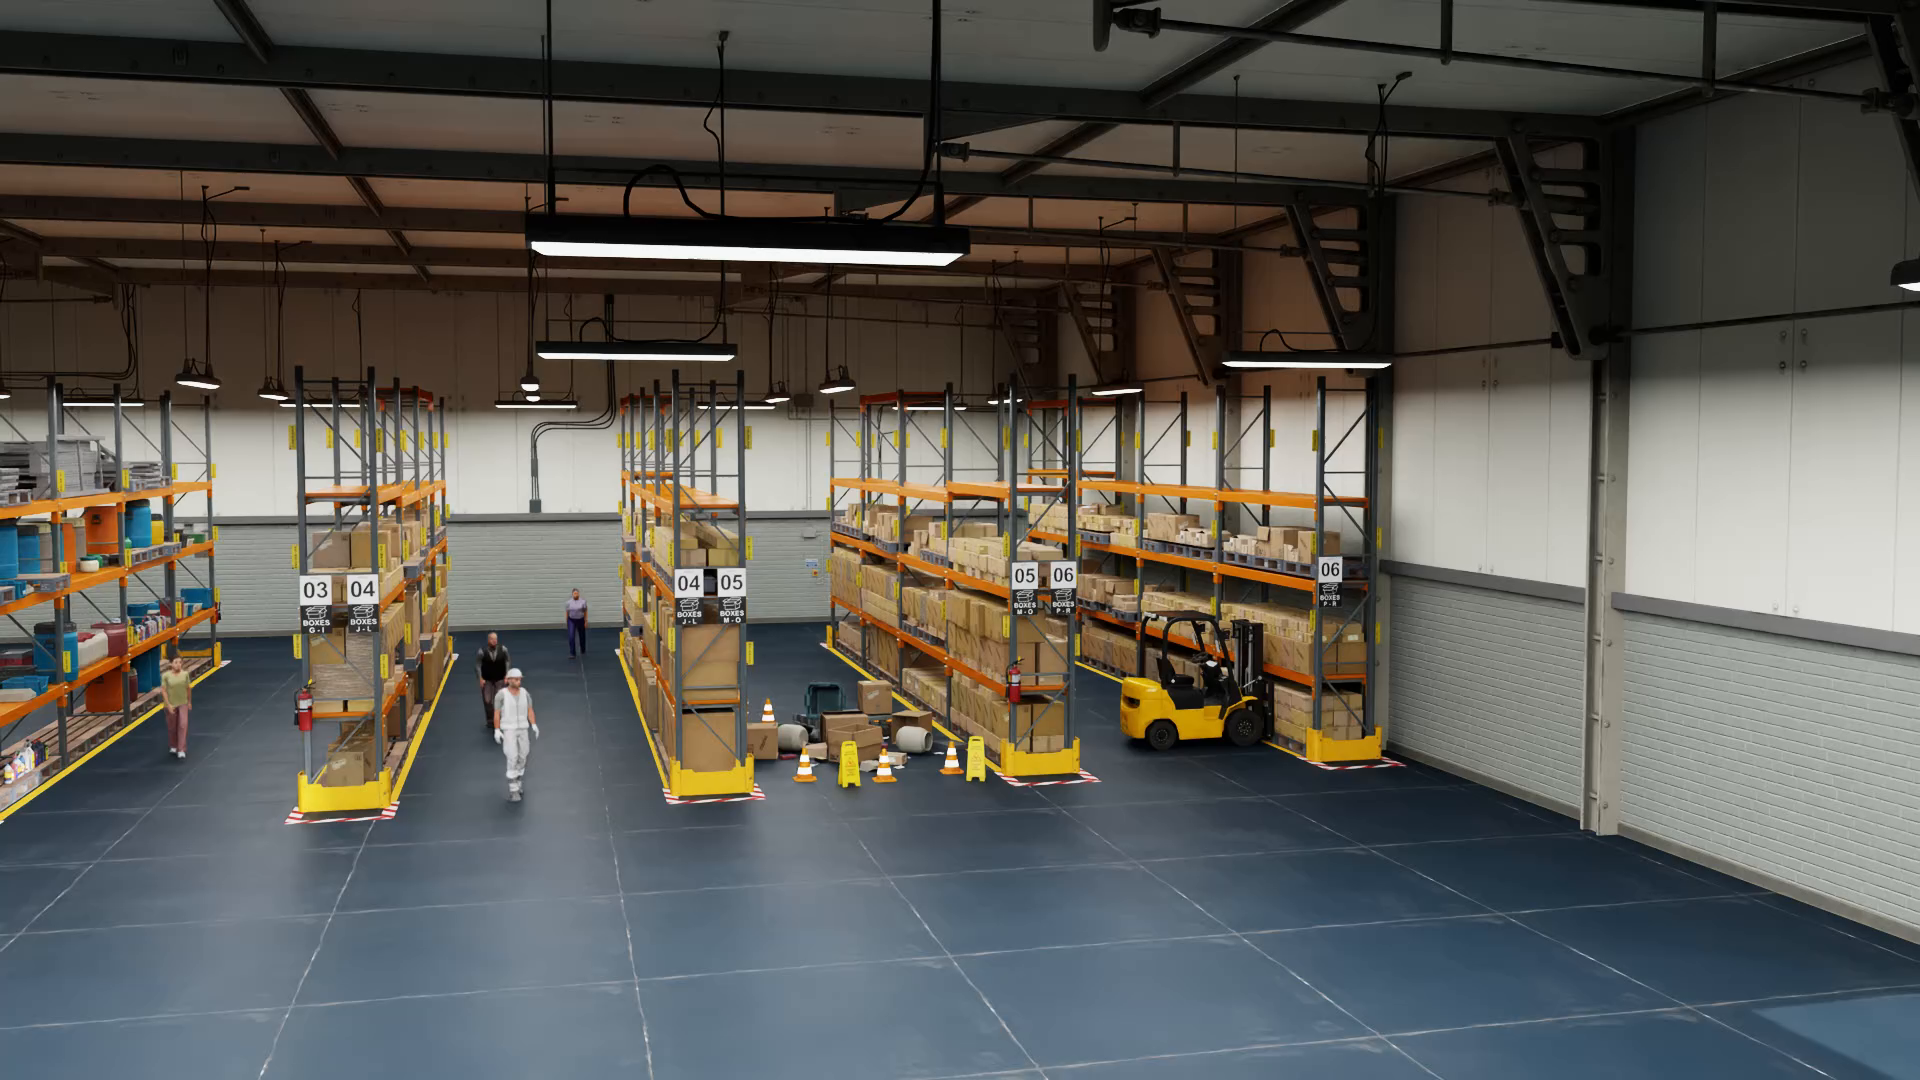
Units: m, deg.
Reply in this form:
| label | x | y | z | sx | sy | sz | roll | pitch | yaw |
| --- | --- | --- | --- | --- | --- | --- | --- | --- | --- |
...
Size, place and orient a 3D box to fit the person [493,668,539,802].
| label | x | y | z | sx | sy | sz | roll | pitch | yaw |
| --- | --- | --- | --- | --- | --- | --- | --- | --- | --- |
| person | -6.202 | 2.732 | 23.403 | 0.550 | 1.818 | 0.668 | -3 | 4 | -39 |

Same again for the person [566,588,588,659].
| label | x | y | z | sx | sy | sz | roll | pitch | yaw |
| --- | --- | --- | --- | --- | --- | --- | --- | --- | --- |
| person | -8.823 | 1.901 | 38.312 | 0.485 | 1.602 | 0.857 | -1 | 3 | -10 |

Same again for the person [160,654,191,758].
| label | x | y | z | sx | sy | sz | roll | pitch | yaw |
| --- | --- | --- | --- | --- | --- | --- | --- | --- | --- |
| person | -12.370 | 2.611 | 26.264 | 0.448 | 1.605 | 1.009 | -2 | 4 | -30 |

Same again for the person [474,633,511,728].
| label | x | y | z | sx | sy | sz | roll | pitch | yaw |
| --- | --- | --- | --- | --- | --- | --- | --- | --- | --- |
| person | -8.192 | 2.439 | 29.141 | 0.626 | 1.675 | 0.587 | -1 | 4 | -17 |
